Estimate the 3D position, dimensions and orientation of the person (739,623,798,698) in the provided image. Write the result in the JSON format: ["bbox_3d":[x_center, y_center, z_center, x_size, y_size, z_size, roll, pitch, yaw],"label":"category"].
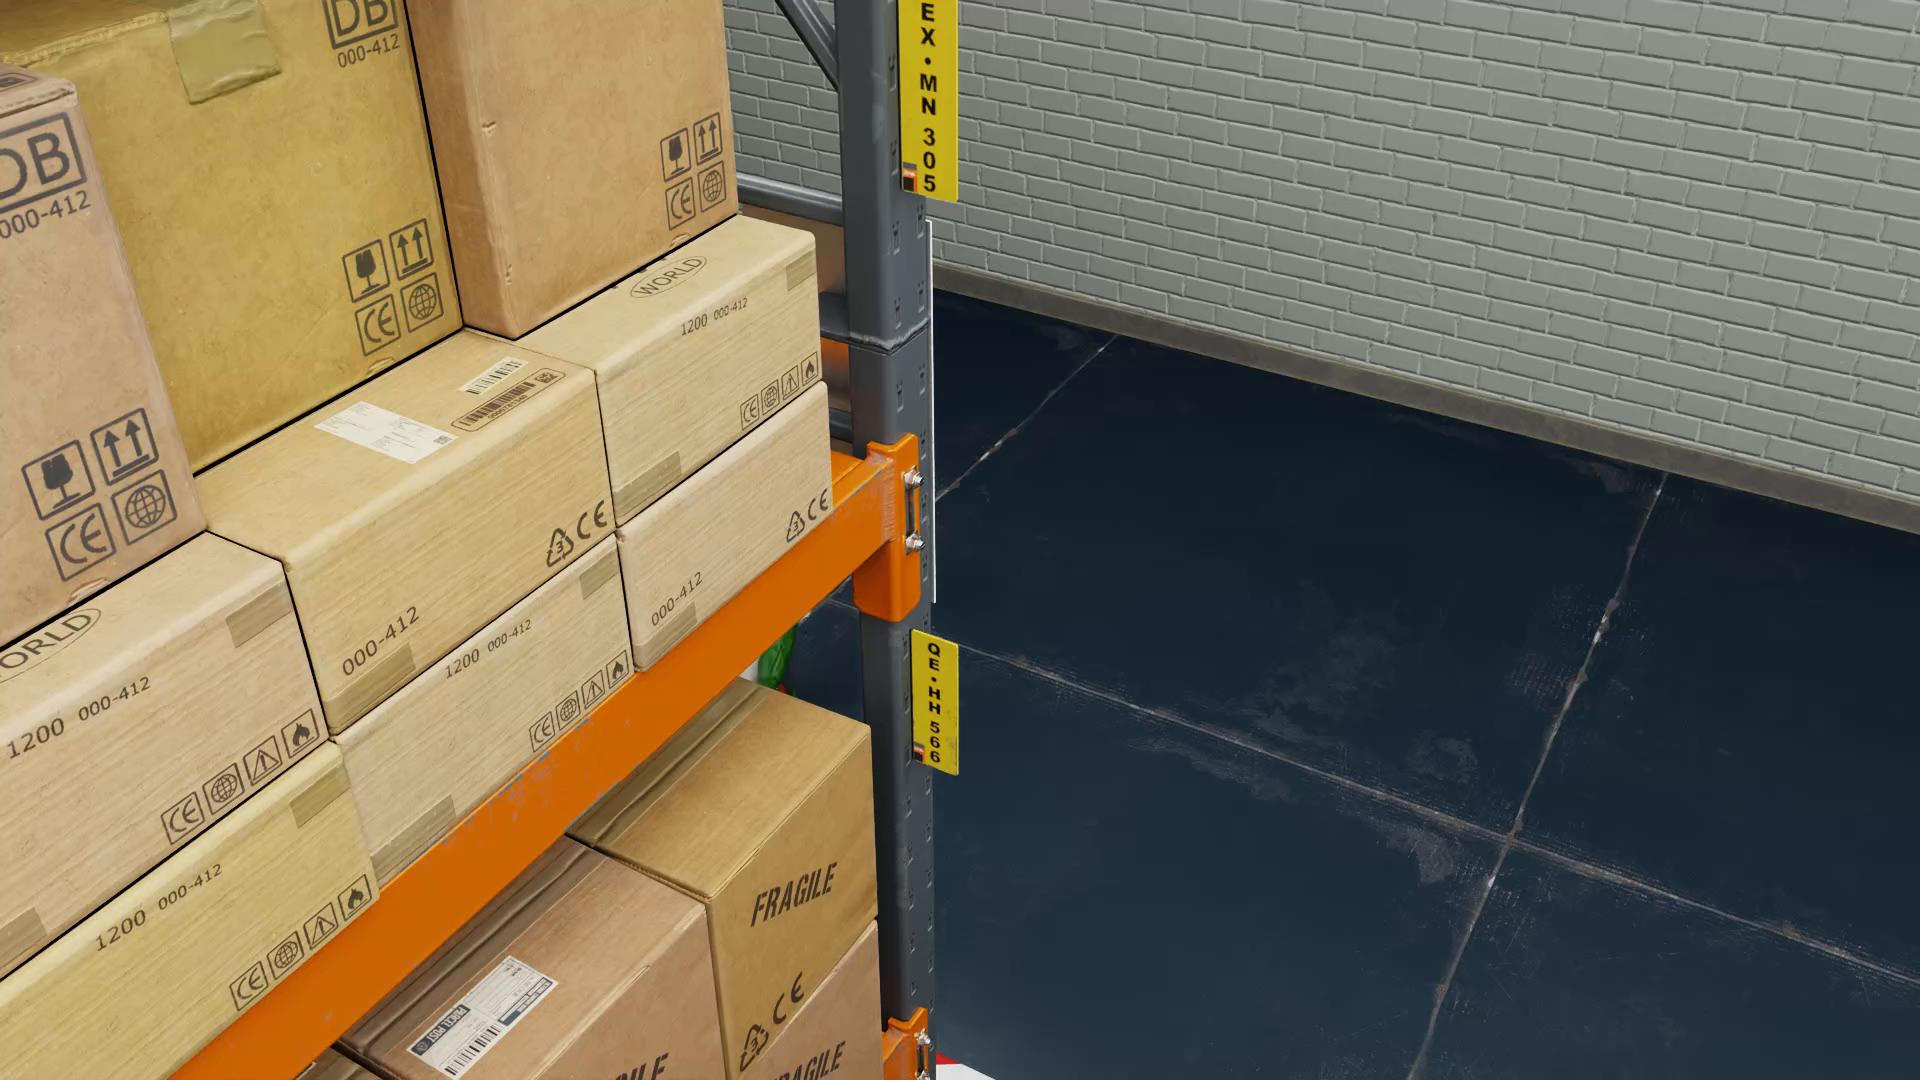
[{"bbox_3d":[-0.915,0.469,6.297,0.527,0.734,0.958,17,37,23],"label":"person"}]
